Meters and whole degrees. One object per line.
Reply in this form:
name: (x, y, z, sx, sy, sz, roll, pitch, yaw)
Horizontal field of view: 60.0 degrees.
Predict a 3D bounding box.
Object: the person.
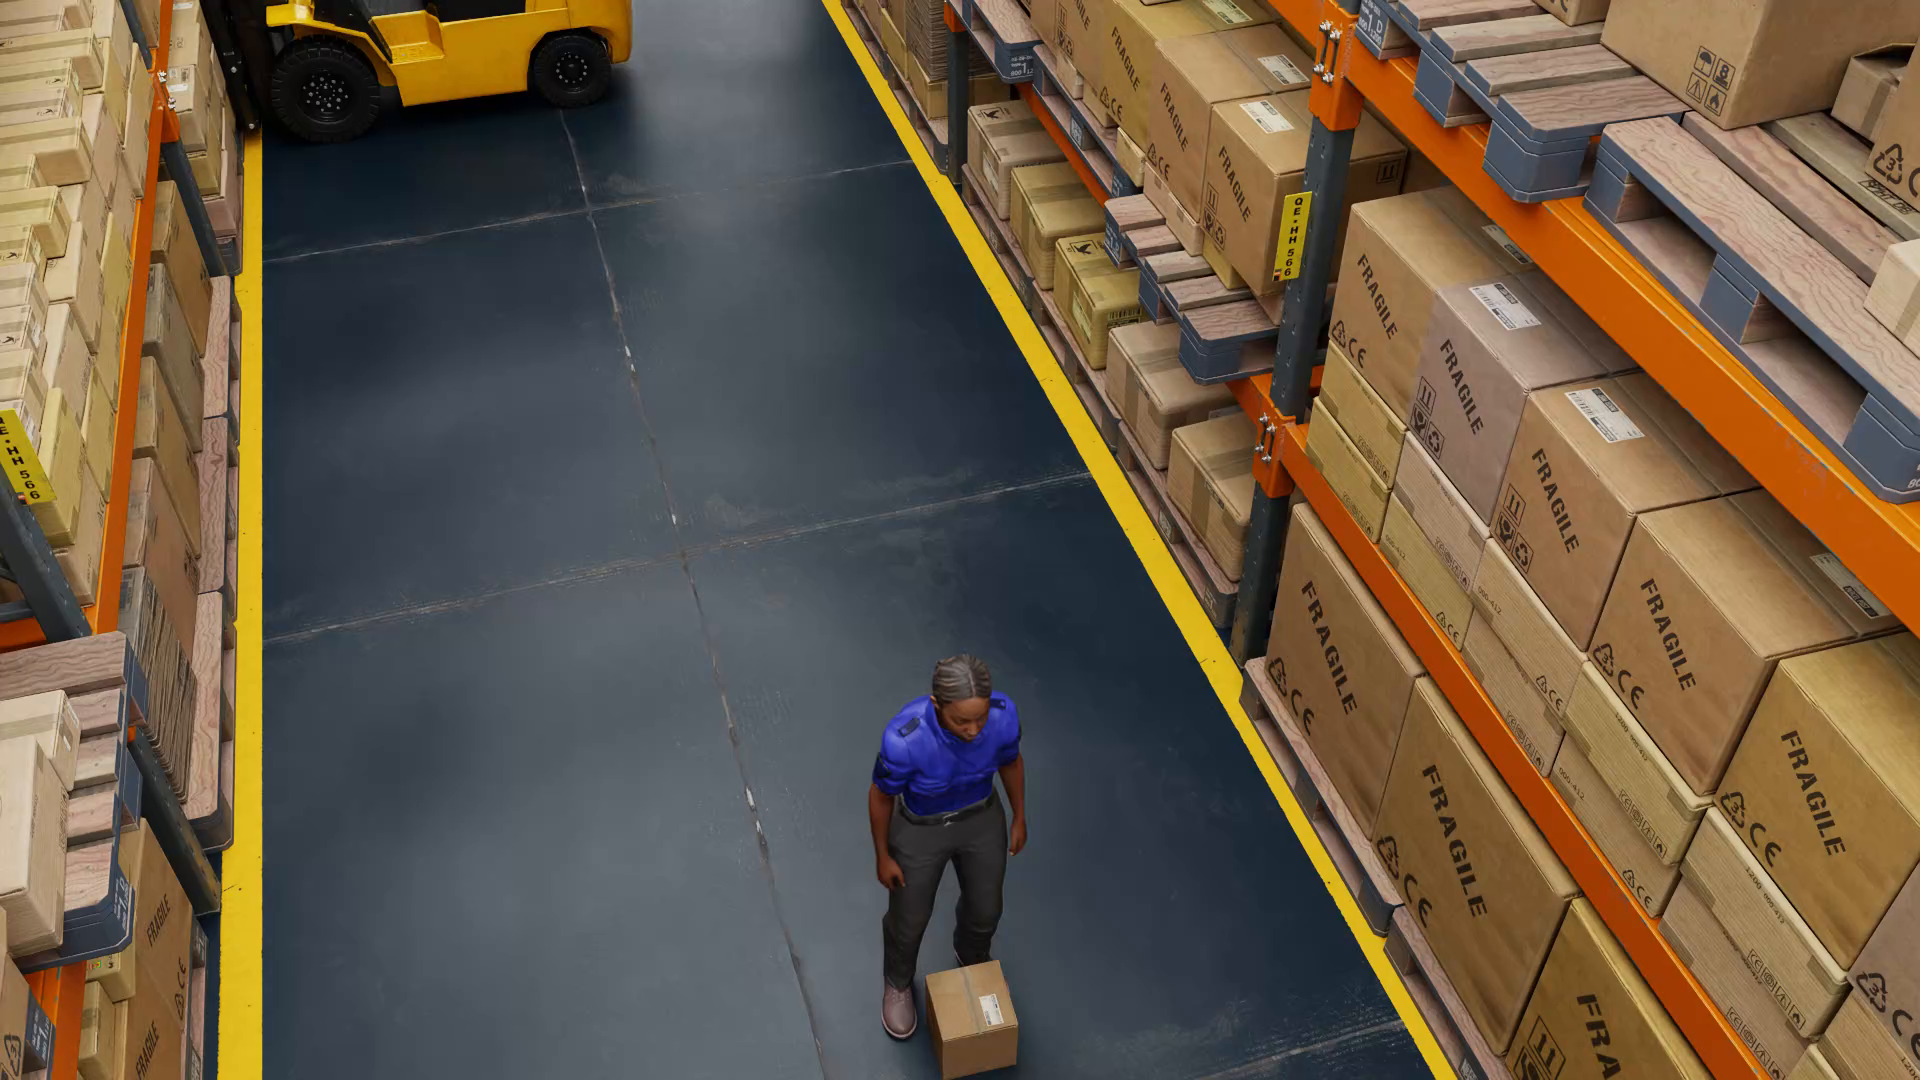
person: (-0.040, 0.916, 5.165, 0.523, 1.655, 0.351, -13, 44, -14)
